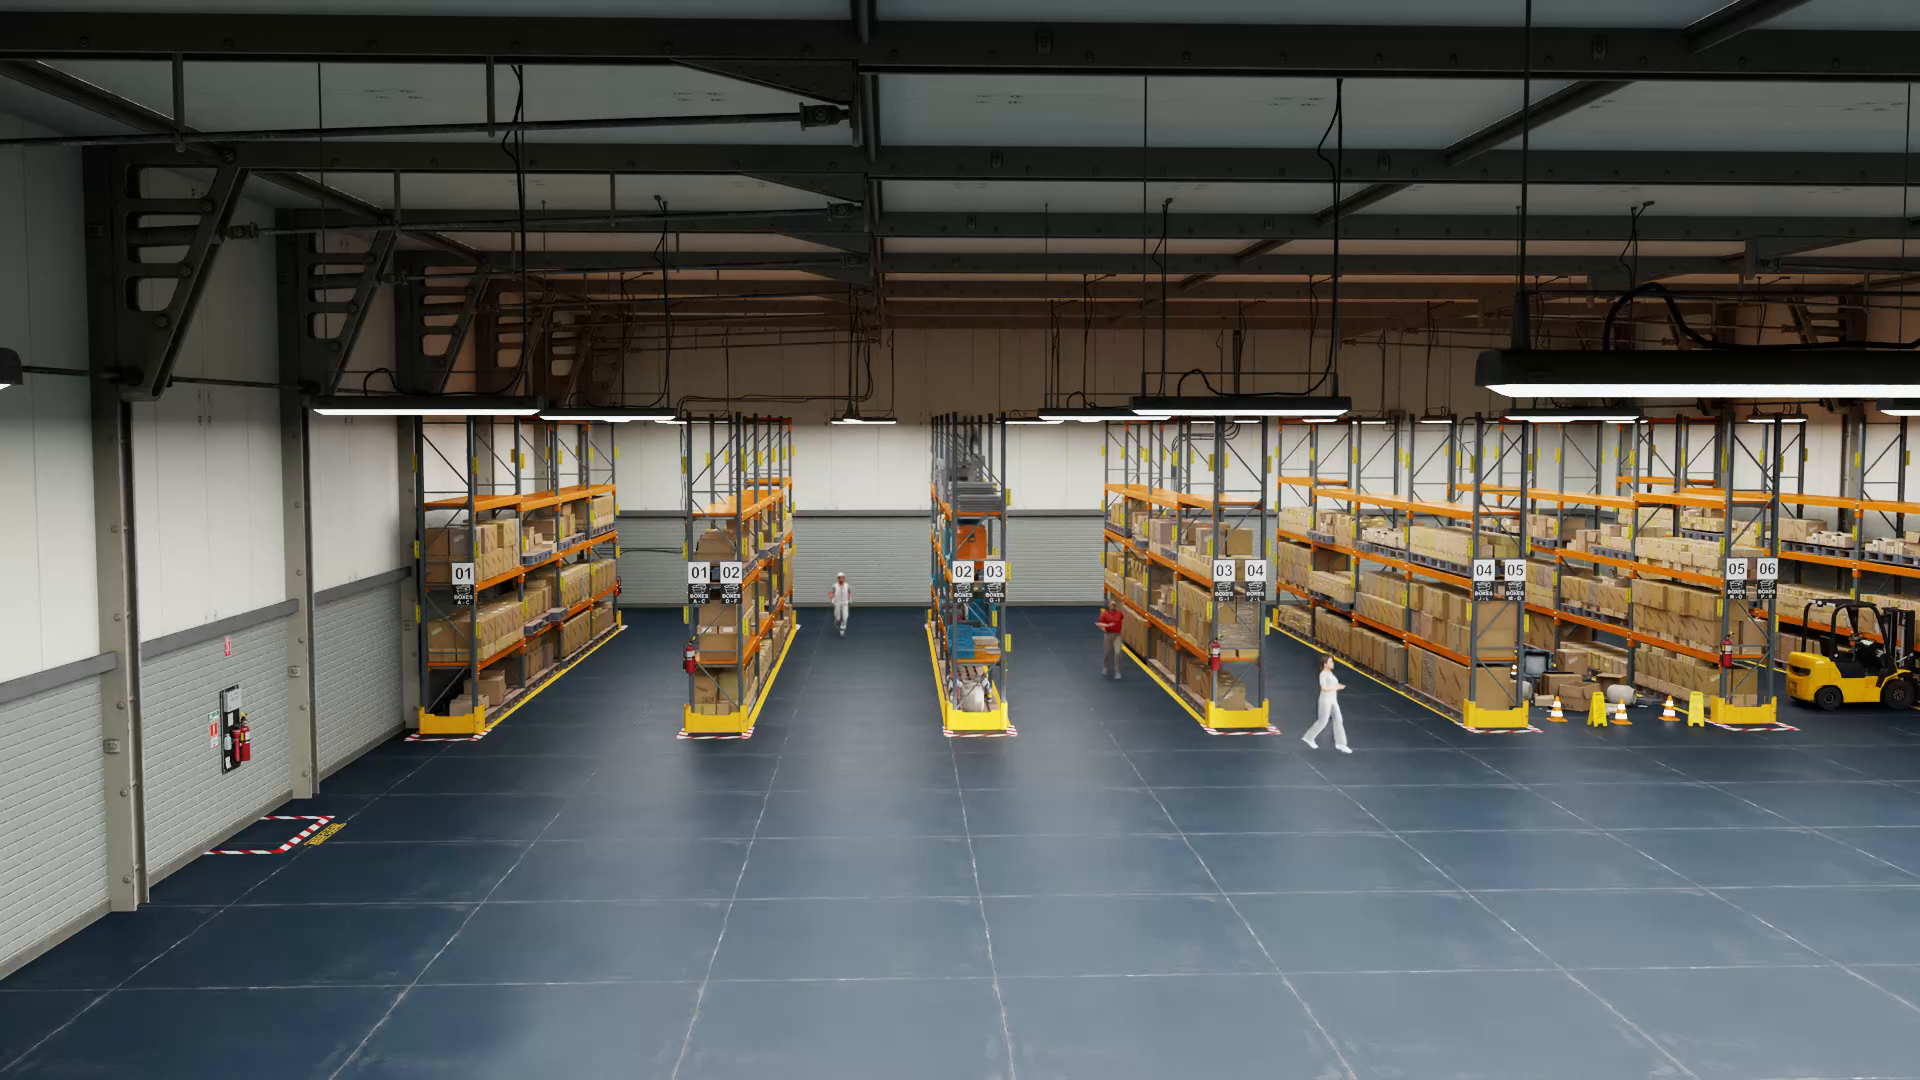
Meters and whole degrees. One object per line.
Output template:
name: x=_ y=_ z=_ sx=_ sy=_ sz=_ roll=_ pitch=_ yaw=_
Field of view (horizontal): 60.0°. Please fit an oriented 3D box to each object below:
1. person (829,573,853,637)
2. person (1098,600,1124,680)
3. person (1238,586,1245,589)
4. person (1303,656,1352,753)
person: x=-3.234 y=1.768 z=45.336 sx=0.653 sy=1.738 sz=0.614 roll=-1 pitch=4 yaw=-12
person: x=3.462 y=2.268 z=38.043 sx=0.664 sy=1.793 sz=0.847 roll=-1 pitch=4 yaw=-8
person: x=7.892 y=1.722 z=46.323 sx=0.656 sy=1.791 sz=0.687 roll=1 pitch=4 yaw=9
person: x=6.463 y=2.872 z=29.239 sx=0.884 sy=1.682 sz=0.559 roll=3 pitch=5 yaw=35
